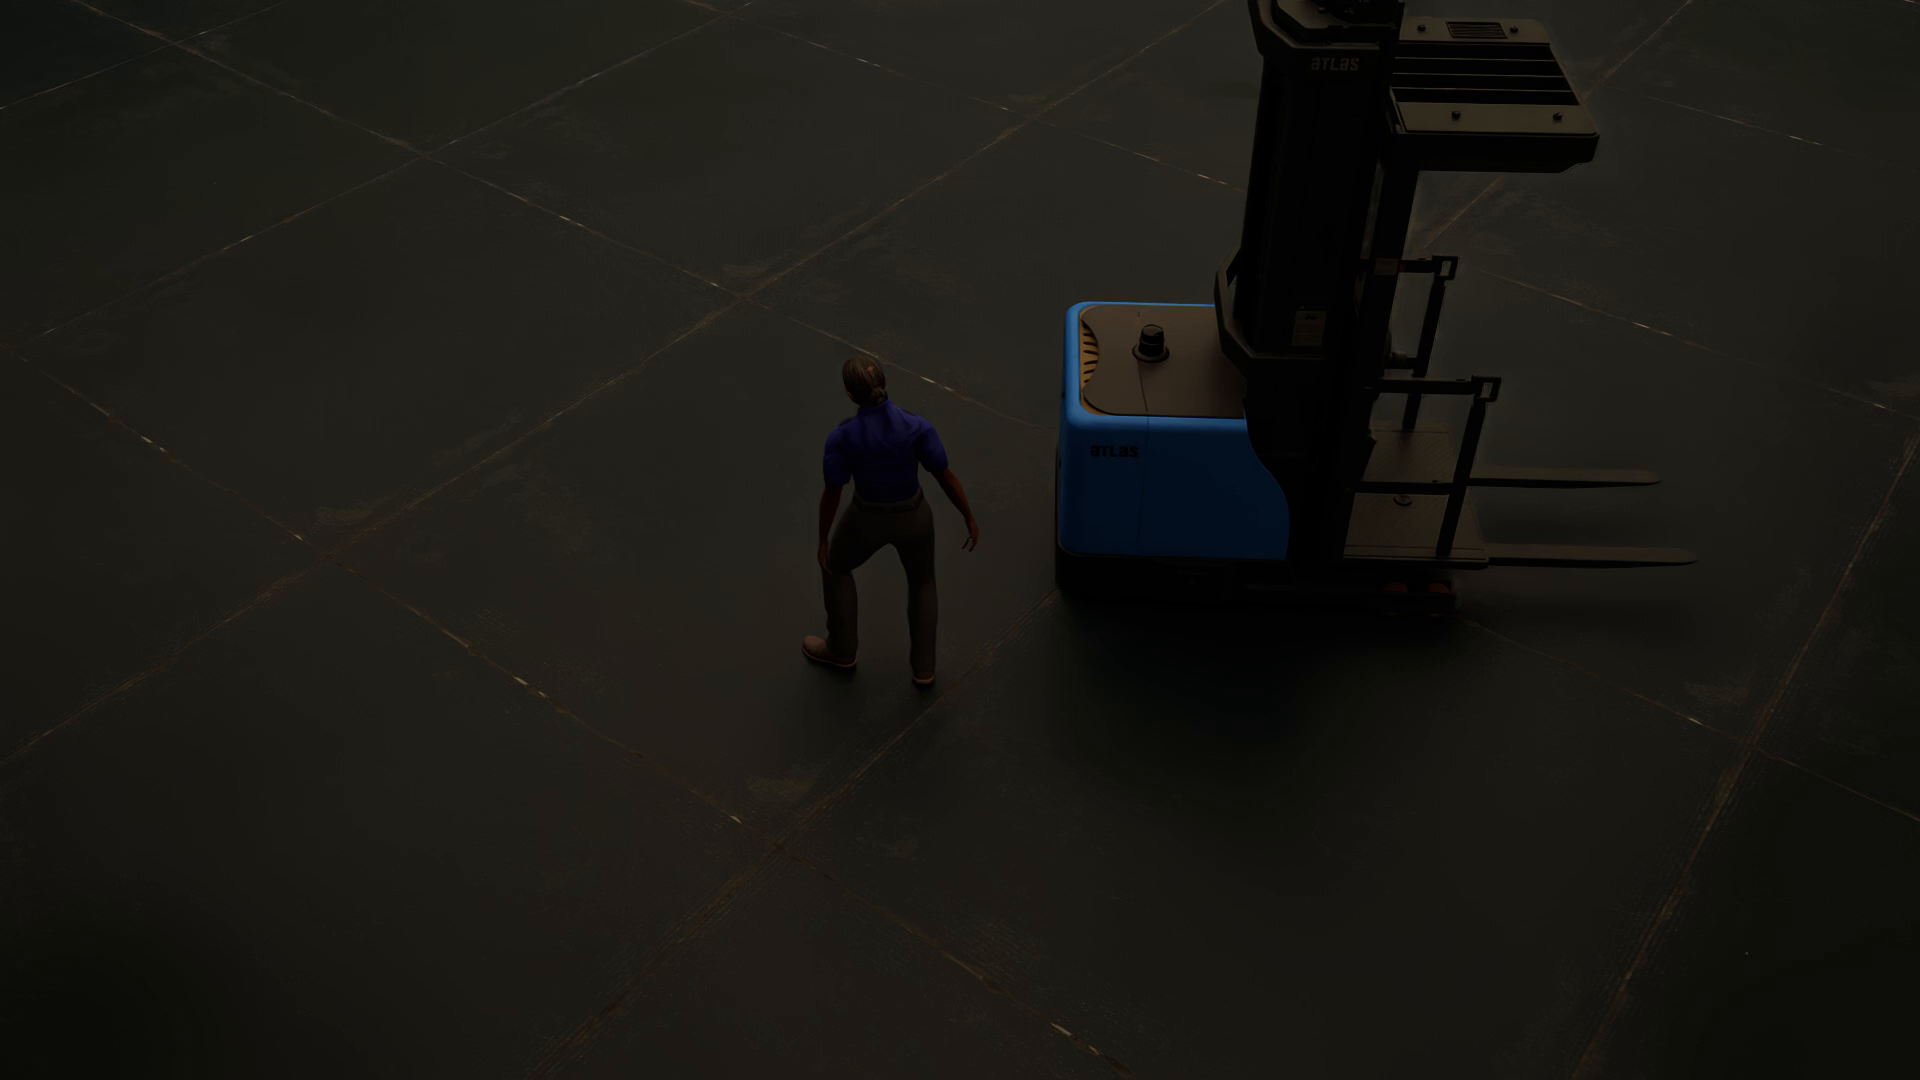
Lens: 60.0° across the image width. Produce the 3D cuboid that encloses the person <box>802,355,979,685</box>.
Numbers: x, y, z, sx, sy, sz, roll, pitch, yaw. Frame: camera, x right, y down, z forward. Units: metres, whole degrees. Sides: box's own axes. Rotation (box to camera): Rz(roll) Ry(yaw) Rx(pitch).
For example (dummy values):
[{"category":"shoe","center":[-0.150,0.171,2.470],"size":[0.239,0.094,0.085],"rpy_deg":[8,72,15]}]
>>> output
[{"category":"person","center":[-0.326,-0.050,7.185],"size":[0.812,1.634,0.408],"rpy_deg":[-1,40,-1]}]

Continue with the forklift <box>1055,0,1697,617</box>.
[{"category":"forklift","center":[1.991,-1.104,7.369],"size":[3.031,2.935,1.130],"rpy_deg":[2,40,2]}]
